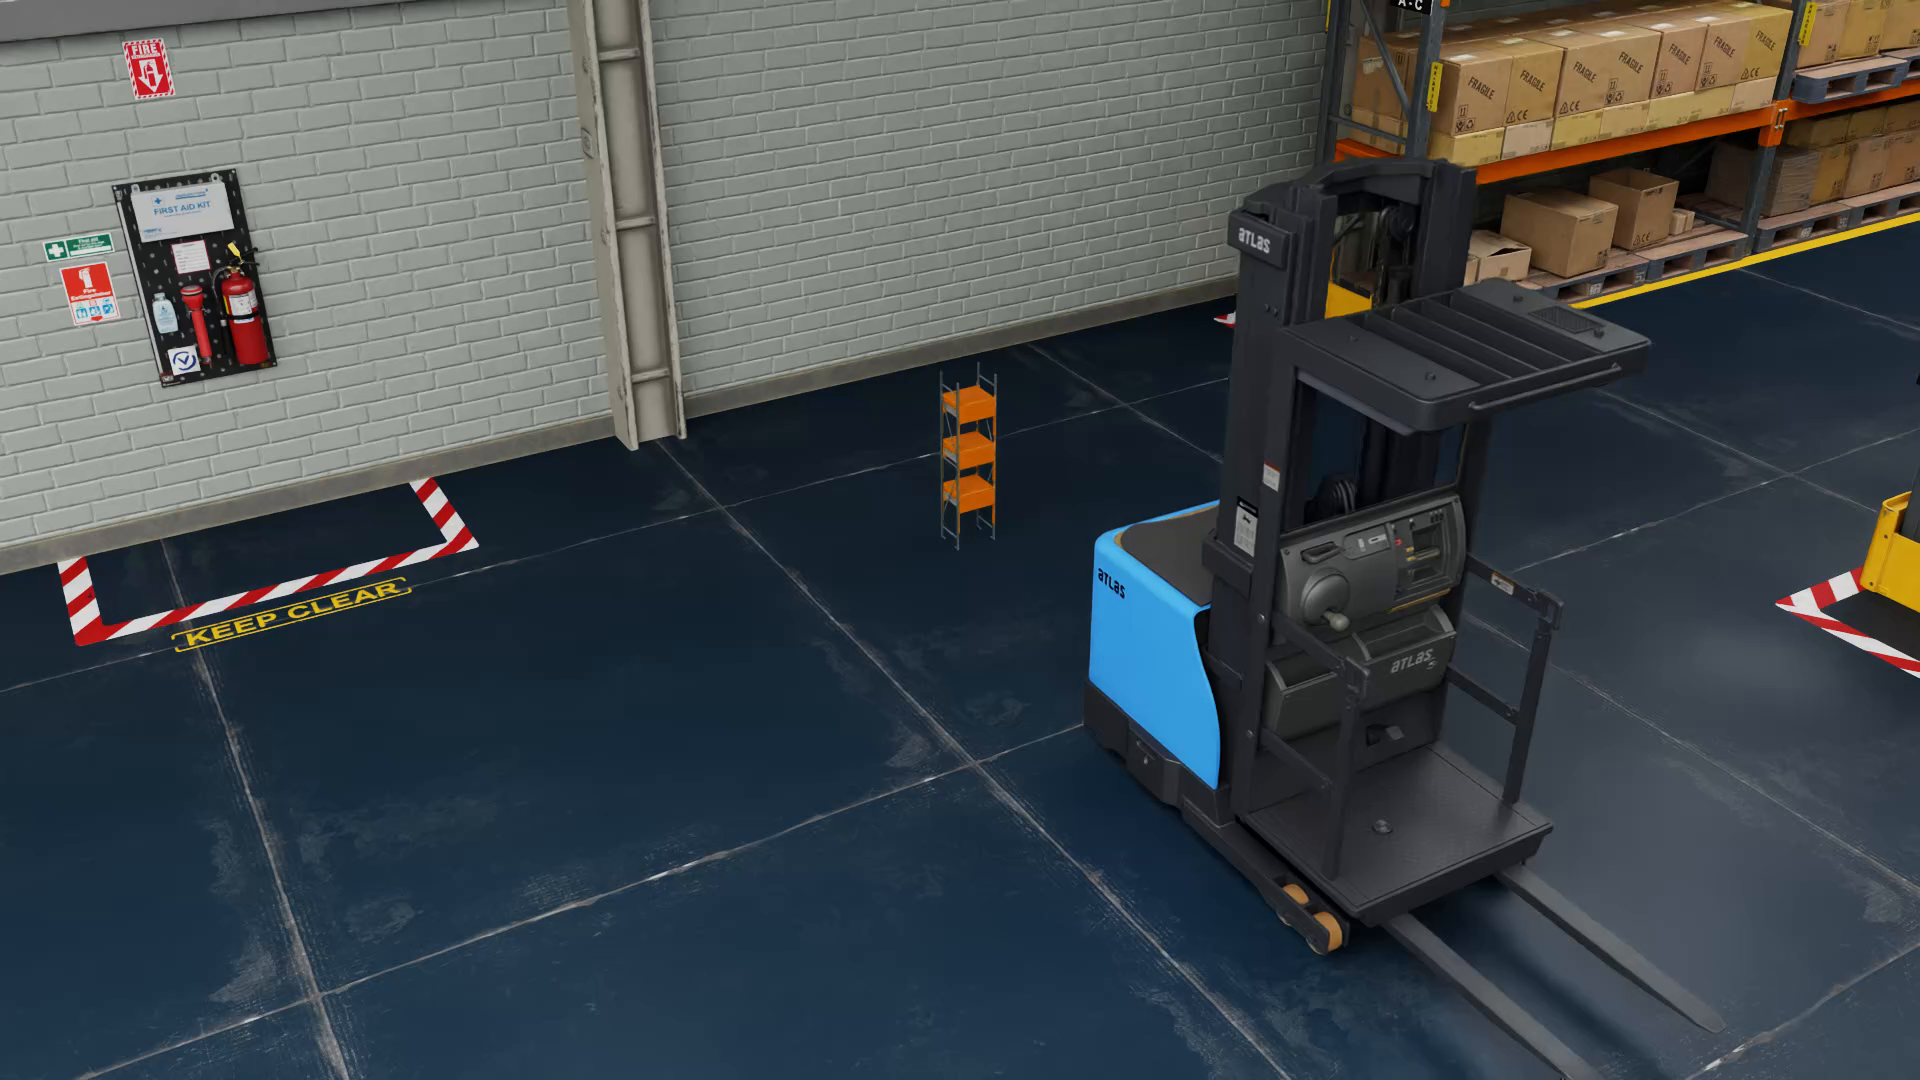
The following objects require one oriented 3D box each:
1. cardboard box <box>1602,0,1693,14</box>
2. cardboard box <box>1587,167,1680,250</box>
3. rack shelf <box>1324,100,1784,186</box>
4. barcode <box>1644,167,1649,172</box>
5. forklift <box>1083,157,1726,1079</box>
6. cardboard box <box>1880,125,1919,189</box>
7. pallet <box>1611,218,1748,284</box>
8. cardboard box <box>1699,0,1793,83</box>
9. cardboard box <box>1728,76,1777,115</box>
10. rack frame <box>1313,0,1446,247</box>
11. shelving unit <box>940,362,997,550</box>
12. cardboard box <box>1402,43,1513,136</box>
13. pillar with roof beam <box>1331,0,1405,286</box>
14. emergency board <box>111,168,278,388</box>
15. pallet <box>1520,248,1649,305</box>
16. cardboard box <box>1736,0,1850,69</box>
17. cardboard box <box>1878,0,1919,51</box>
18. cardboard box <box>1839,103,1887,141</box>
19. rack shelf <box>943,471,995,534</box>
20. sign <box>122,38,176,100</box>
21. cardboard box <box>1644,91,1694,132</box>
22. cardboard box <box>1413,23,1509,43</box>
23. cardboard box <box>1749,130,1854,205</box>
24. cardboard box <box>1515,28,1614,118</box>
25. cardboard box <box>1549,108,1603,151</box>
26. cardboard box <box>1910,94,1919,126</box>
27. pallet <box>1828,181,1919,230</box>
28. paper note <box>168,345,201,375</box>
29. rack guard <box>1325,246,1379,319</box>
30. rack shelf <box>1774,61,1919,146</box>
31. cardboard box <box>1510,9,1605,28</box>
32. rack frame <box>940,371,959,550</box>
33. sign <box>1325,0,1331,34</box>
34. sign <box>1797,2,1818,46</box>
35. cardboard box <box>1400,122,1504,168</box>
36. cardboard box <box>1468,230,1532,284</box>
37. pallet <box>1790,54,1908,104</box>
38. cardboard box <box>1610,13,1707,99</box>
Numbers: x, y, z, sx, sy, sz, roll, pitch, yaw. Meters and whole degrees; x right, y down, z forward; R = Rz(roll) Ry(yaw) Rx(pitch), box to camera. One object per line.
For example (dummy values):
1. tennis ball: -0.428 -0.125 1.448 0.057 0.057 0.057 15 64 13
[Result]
1. cardboard box: 5.451 -4.039 13.323 0.500 0.500 0.500 -16 33 -27
2. cardboard box: 5.535 -2.748 13.757 0.500 0.500 0.500 -19 34 -30
3. rack shelf: 4.686 -3.116 13.037 4.000 0.370 1.077 -16 33 -26
4. barcode: 5.823 -3.127 14.112 0.075 0.075 0.001 -16 33 -26
5. forklift: 1.761 0.134 6.473 1.130 2.935 3.031 -15 32 -26
6. cardboard box: 8.347 -3.589 15.281 0.500 0.500 0.700 -16 33 -27
7. pallet: 5.849 -2.521 14.099 1.213 0.211 1.003 -16 33 -26
8. cardboard box: 6.159 -3.948 13.157 0.500 0.500 0.500 -16 33 -26
9. cardboard box: 6.155 -3.622 13.343 0.500 0.250 0.500 -16 33 -26
10. rack frame: 2.961 -2.942 11.976 0.127 3.000 1.000 -16 33 -26
11. shelving unit: 0.046 -0.473 9.520 0.252 1.050 0.215 -16 33 -26
12. cardboard box: 3.525 -3.205 11.811 0.500 0.500 0.500 -16 33 -26
13. pillar with roof beam: 5.308 -4.307 8.240 0.400 9.000 9.100 -16 33 -26
14. emergency board: -4.196 -1.416 9.211 0.643 1.169 0.194 -16 33 -26
15. pallet: 4.796 -2.220 13.555 1.213 0.211 1.003 -16 33 -26
16. cardboard box: 6.866 -4.268 13.820 0.500 0.500 0.700 -16 33 -26
17. cardboard box: 7.903 -4.576 14.378 0.500 0.500 0.700 -11 31 -20
18. cardboard box: 7.861 -3.773 14.837 0.500 0.250 0.500 -17 33 -28
19. rack shelf: 0.046 -0.220 9.659 0.240 0.259 0.215 -16 33 -26
20. sign: -4.254 -2.470 8.722 0.199 0.298 0.001 -16 33 -26
21. cardboard box: 5.296 -3.374 12.893 0.500 0.250 0.500 -16 33 -27
22. cardboard box: 3.699 -3.536 12.412 0.500 0.500 0.500 -15 32 -26
23. cardboard box: 7.456 -3.354 14.854 0.500 0.500 0.700 -17 33 -27
24. cardboard box: 4.405 -3.446 12.247 0.500 0.500 0.500 -17 33 -28
25. cardboard box: 4.426 -3.127 12.447 0.500 0.250 0.500 -16 33 -27
26. cardboard box: 8.741 -4.015 15.277 0.500 0.250 0.500 -15 32 -25
27. pallet: 8.134 -3.192 15.315 1.213 0.211 1.003 -16 33 -26
28. paper note: -4.384 -1.015 9.397 0.142 0.148 0.016 -16 33 -26
29. rack guard: 3.027 -1.866 12.614 0.348 0.500 1.175 -16 33 -26
30. rack shelf: 8.134 -4.096 14.811 4.000 0.370 1.077 -16 33 -26
31. cardboard box: 4.577 -3.788 12.868 0.500 0.500 0.500 -15 32 -26
32. rack frame: -0.059 -0.443 9.466 0.008 1.050 0.200 -16 33 -26
33. sign: 2.697 -3.823 12.048 0.005 0.325 0.100 -16 33 -26
34. sign: 6.692 -4.076 13.135 0.005 0.325 0.100 -16 33 -26
35. cardboard box: 3.543 -2.872 11.984 0.500 0.250 0.500 -17 33 -28
36. cardboard box: 4.095 -2.229 13.011 0.500 0.311 0.500 -13 31 -22
37. pallet: 7.143 -3.963 14.026 1.213 0.211 1.003 -16 33 -26
38. cardboard box: 5.292 -3.704 12.716 0.500 0.500 0.500 -17 33 -28
